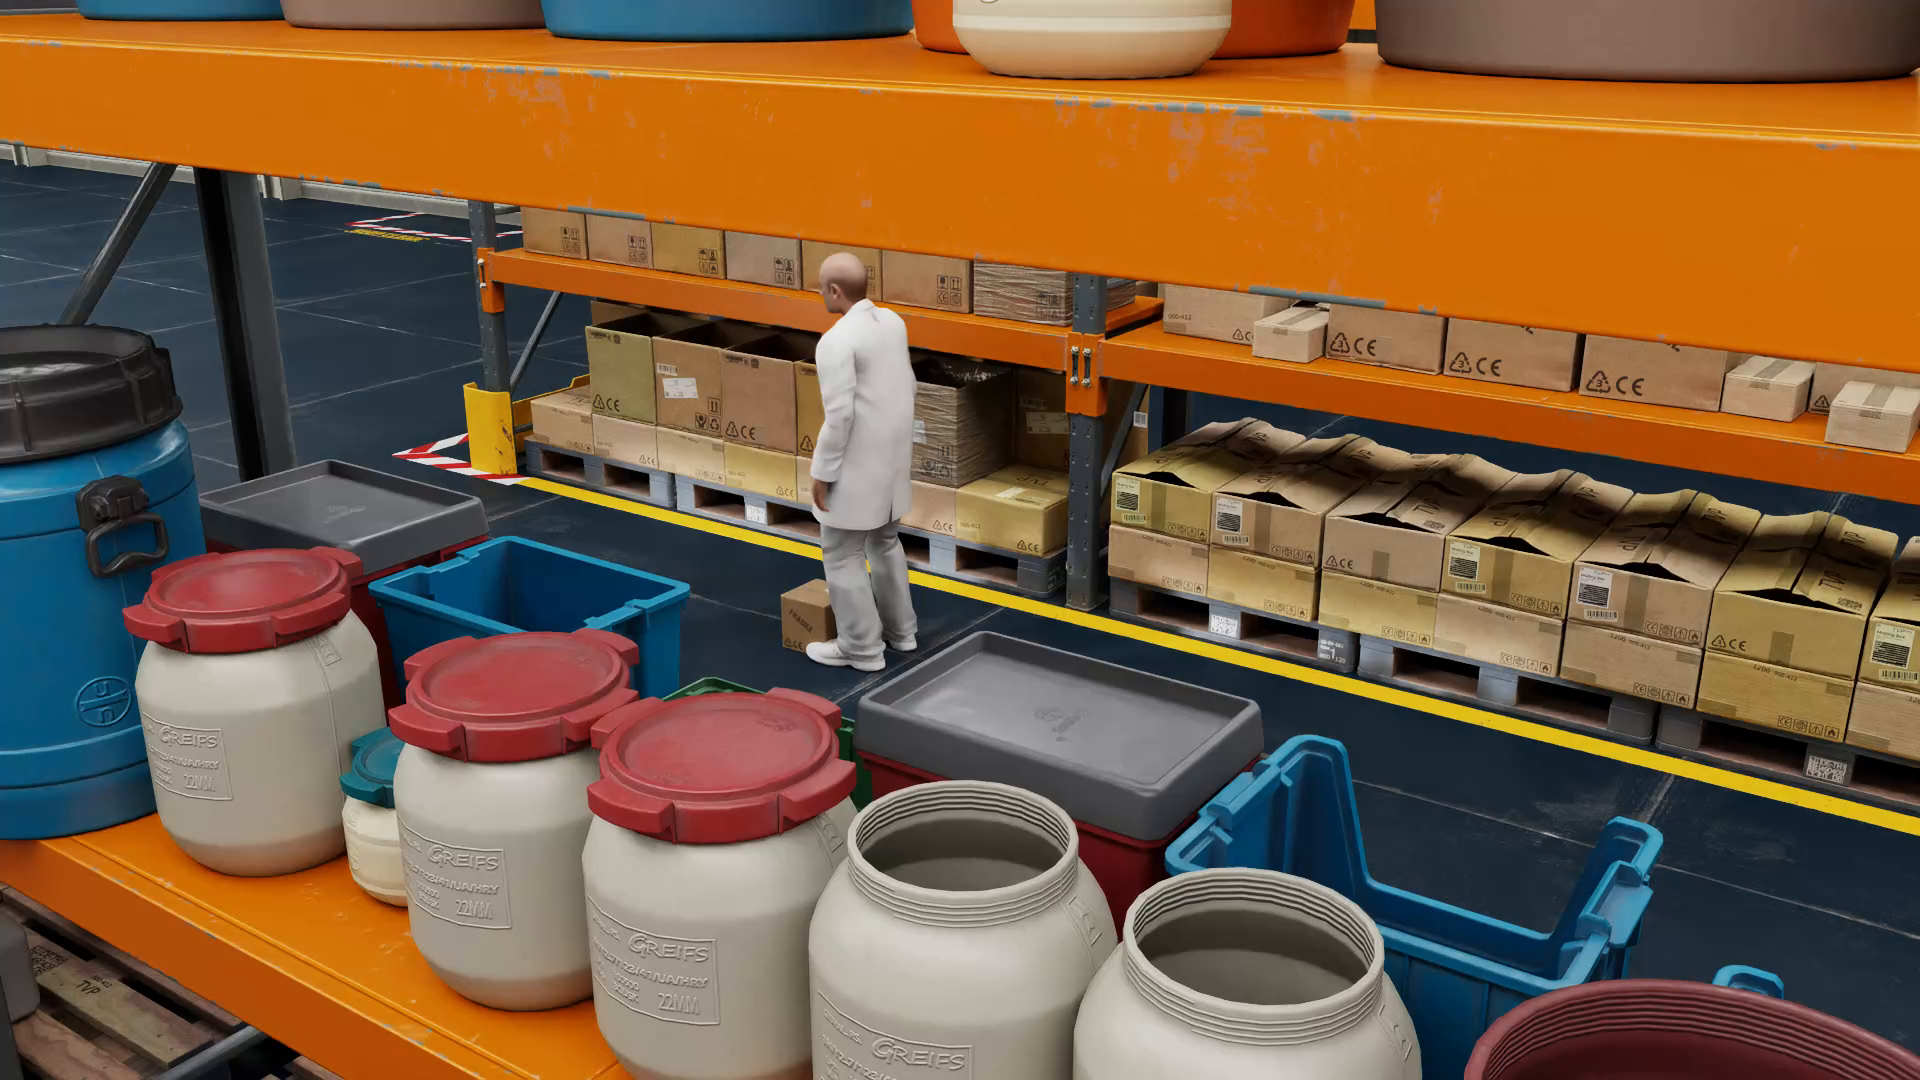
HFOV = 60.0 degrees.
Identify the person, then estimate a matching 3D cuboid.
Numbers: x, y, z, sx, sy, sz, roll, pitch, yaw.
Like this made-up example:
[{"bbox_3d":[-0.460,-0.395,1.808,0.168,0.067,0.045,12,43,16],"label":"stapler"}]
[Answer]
[{"bbox_3d":[-0.419,-0.323,7.007,0.429,1.772,0.649,12,23,29],"label":"person"}]
